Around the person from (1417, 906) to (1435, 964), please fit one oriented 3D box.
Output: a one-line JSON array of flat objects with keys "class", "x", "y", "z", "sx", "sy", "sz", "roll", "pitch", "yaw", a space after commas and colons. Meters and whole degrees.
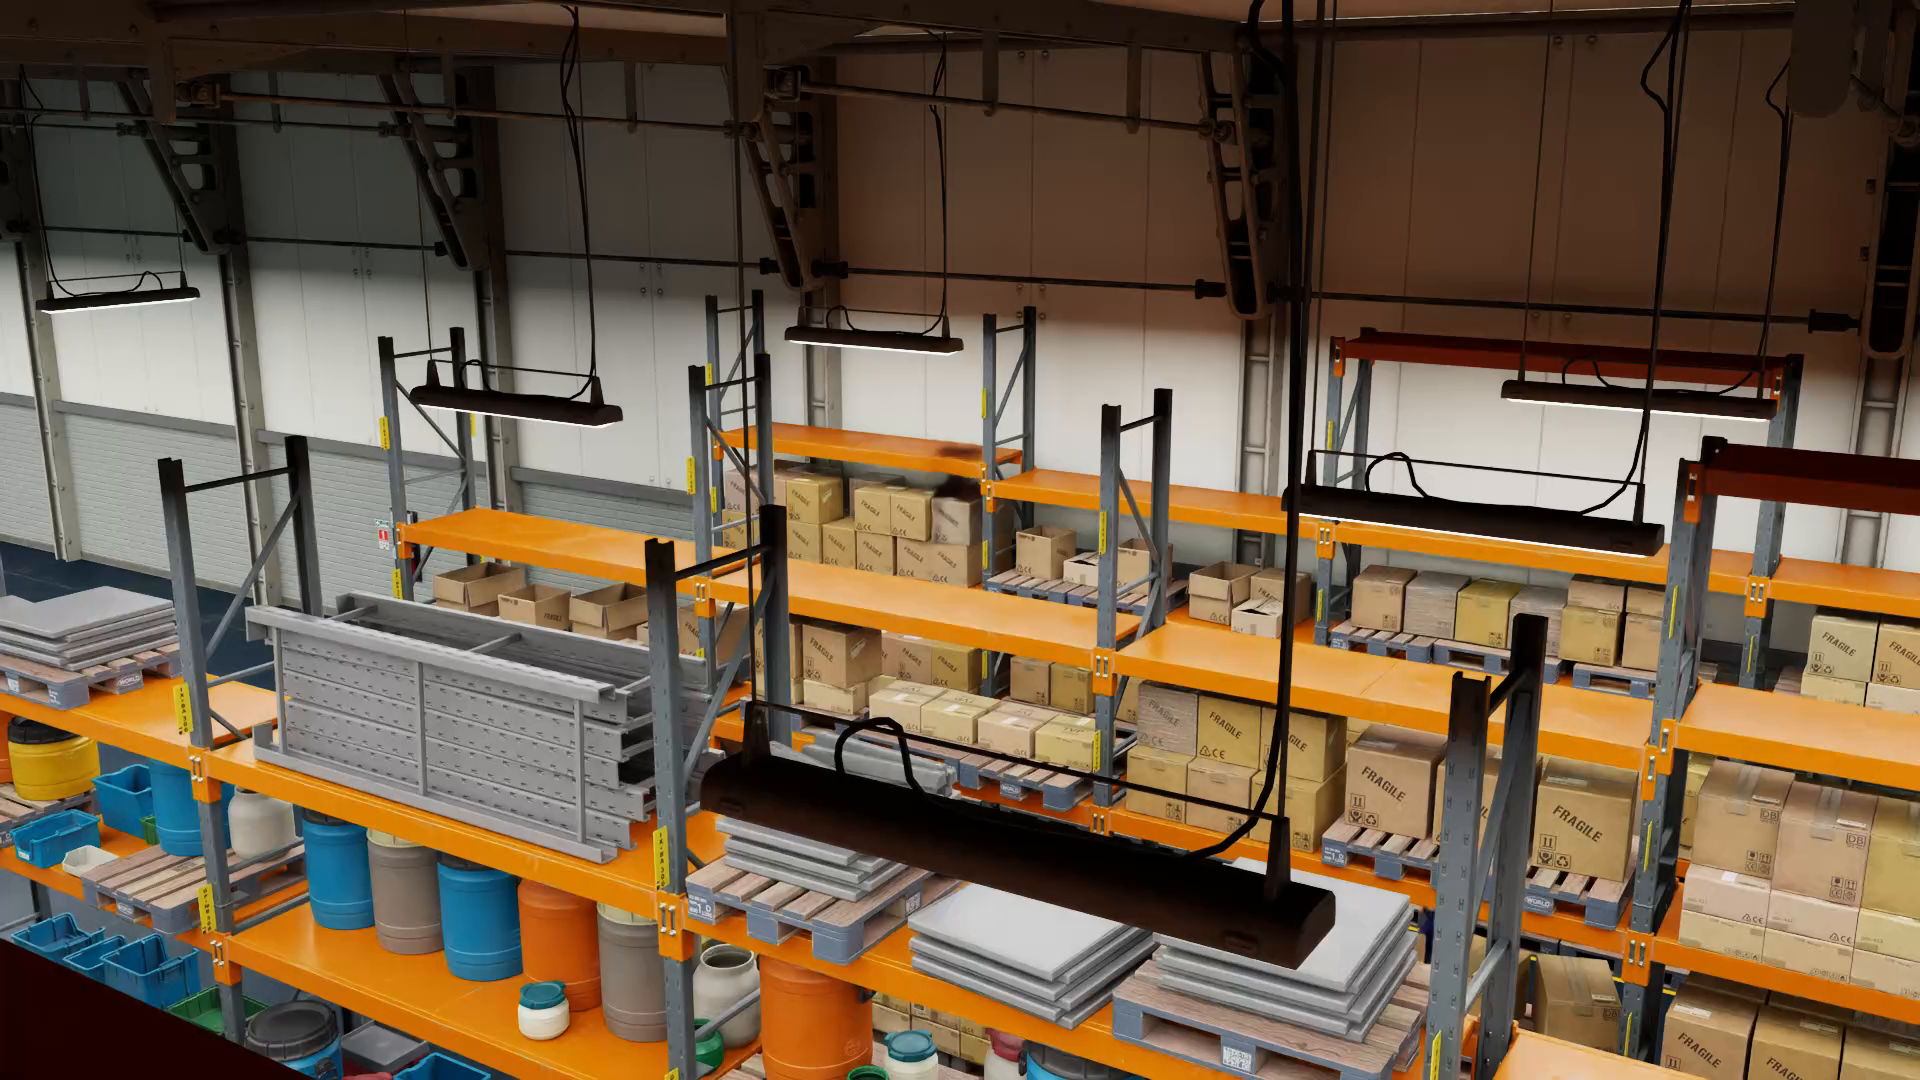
[{"class": "person", "x": 4.508, "y": 3.561, "z": 15.513, "sx": 0.940, "sy": 1.596, "sz": 0.530, "roll": 6, "pitch": 15, "yaw": 22}]
